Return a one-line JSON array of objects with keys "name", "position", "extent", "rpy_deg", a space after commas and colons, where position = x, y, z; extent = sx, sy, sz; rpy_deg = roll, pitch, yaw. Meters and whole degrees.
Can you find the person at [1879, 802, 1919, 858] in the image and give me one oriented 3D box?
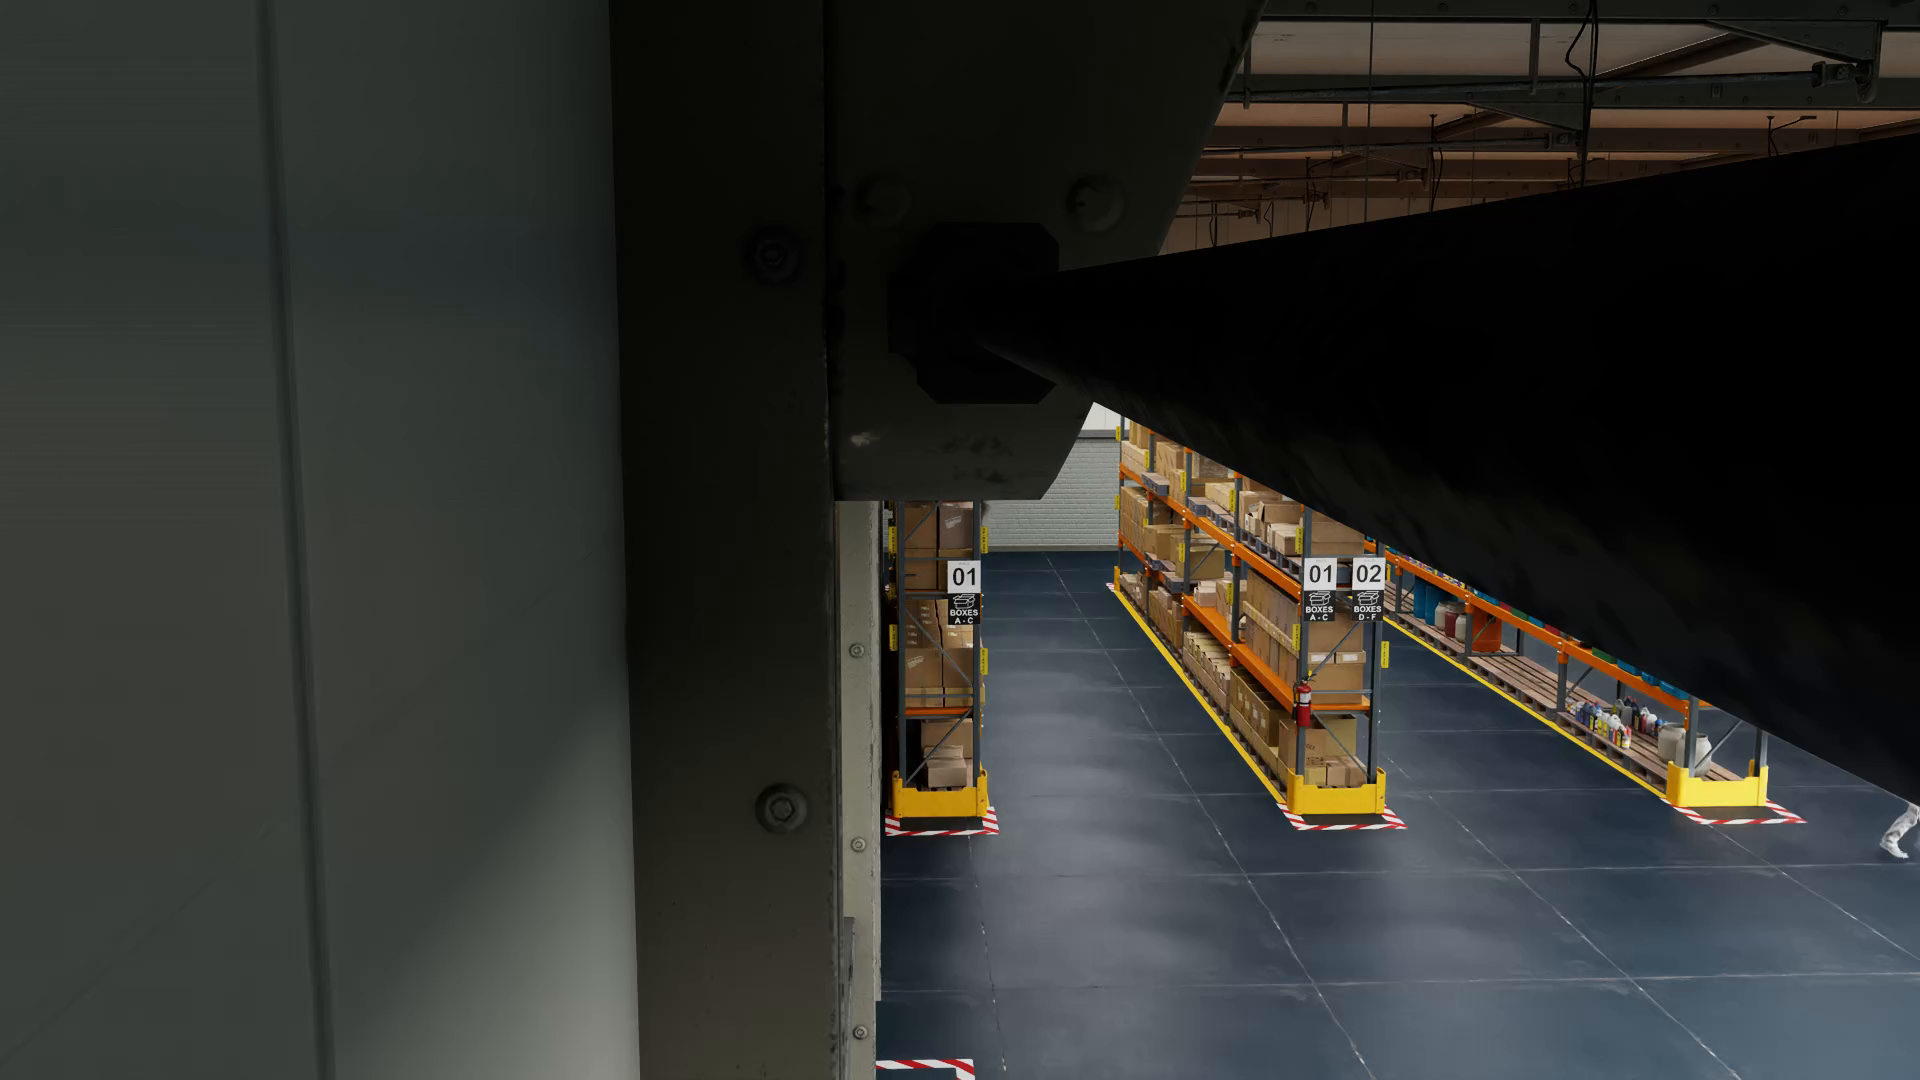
[{"name": "person", "position": [10.873, 2.761, 18.747], "extent": [0.798, 1.850, 0.704], "rpy_deg": [4, 9, 26]}]
